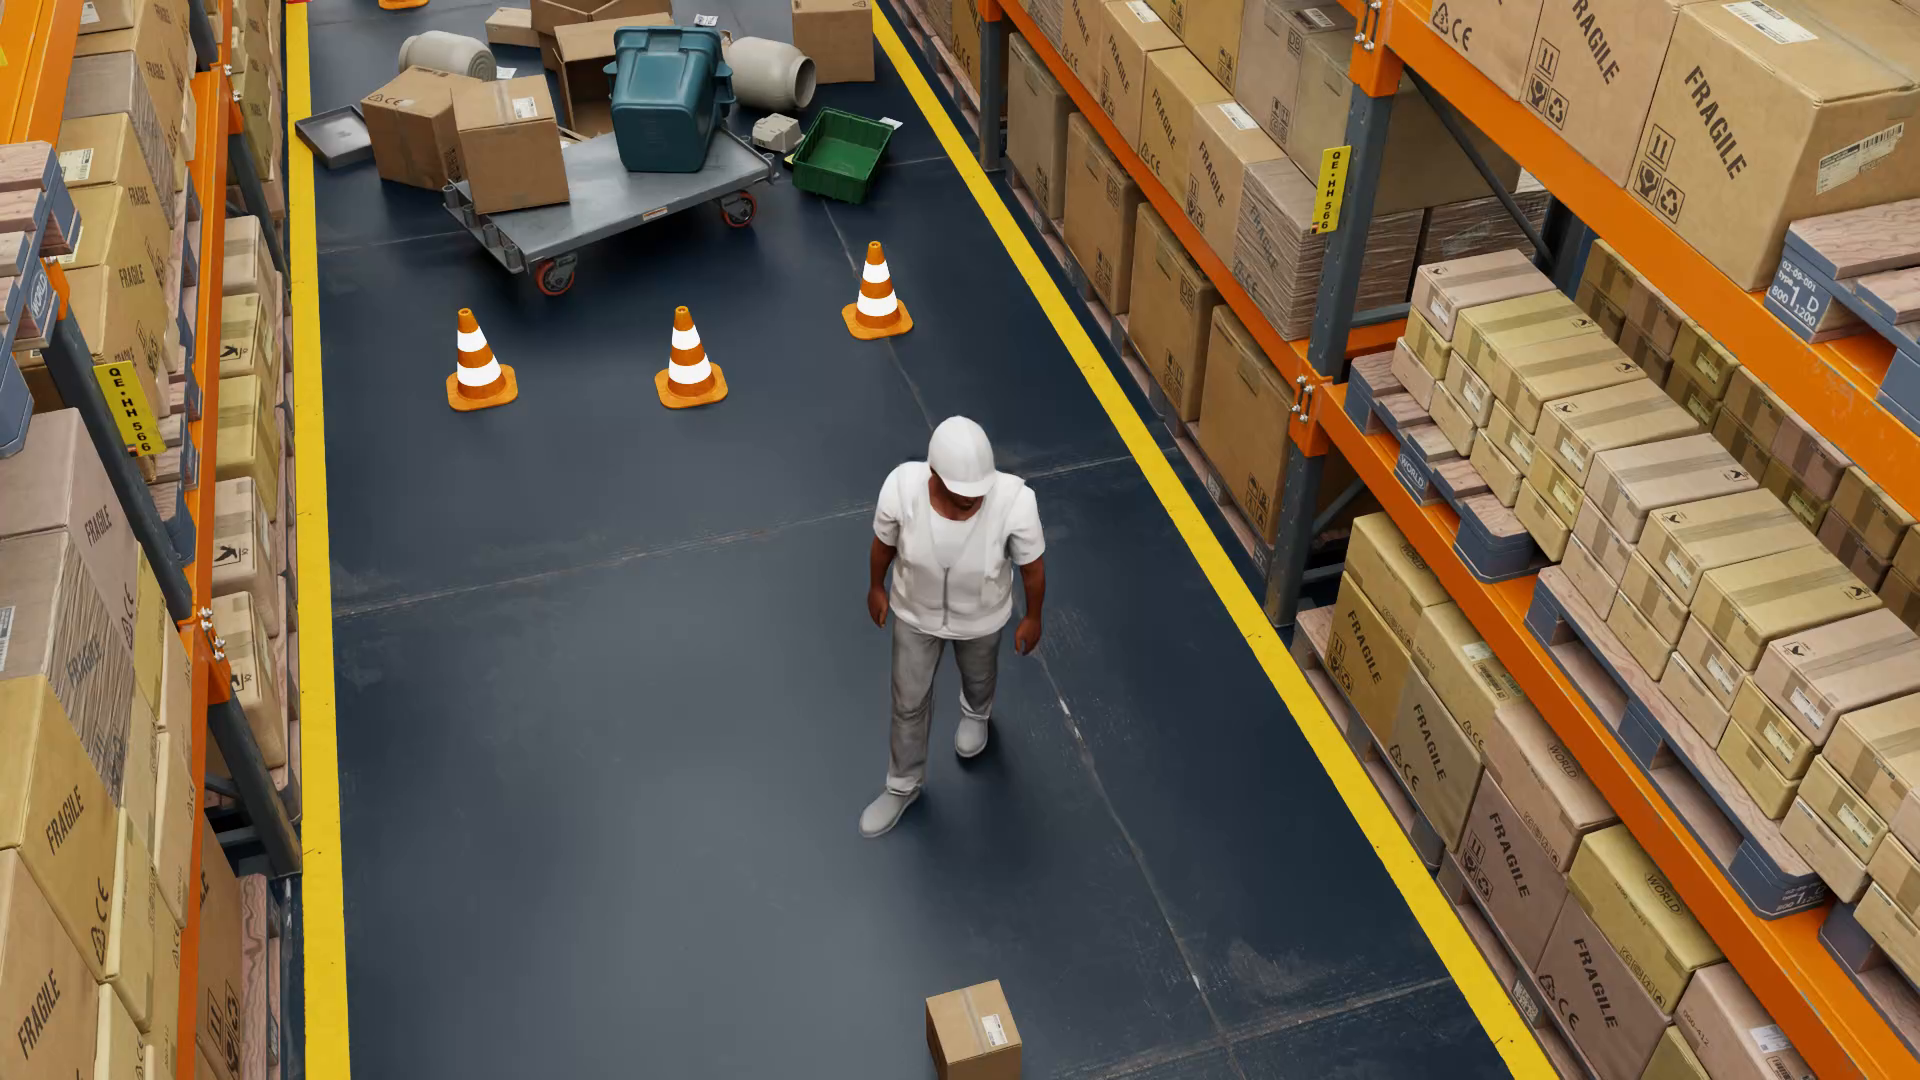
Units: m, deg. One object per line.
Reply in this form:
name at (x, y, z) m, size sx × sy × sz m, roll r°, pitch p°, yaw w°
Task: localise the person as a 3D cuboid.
person at (-0.039, 0.287, 5.813) m, size 0.643 × 1.740 × 0.822 m, roll 4°, pitch 42°, yaw 4°
